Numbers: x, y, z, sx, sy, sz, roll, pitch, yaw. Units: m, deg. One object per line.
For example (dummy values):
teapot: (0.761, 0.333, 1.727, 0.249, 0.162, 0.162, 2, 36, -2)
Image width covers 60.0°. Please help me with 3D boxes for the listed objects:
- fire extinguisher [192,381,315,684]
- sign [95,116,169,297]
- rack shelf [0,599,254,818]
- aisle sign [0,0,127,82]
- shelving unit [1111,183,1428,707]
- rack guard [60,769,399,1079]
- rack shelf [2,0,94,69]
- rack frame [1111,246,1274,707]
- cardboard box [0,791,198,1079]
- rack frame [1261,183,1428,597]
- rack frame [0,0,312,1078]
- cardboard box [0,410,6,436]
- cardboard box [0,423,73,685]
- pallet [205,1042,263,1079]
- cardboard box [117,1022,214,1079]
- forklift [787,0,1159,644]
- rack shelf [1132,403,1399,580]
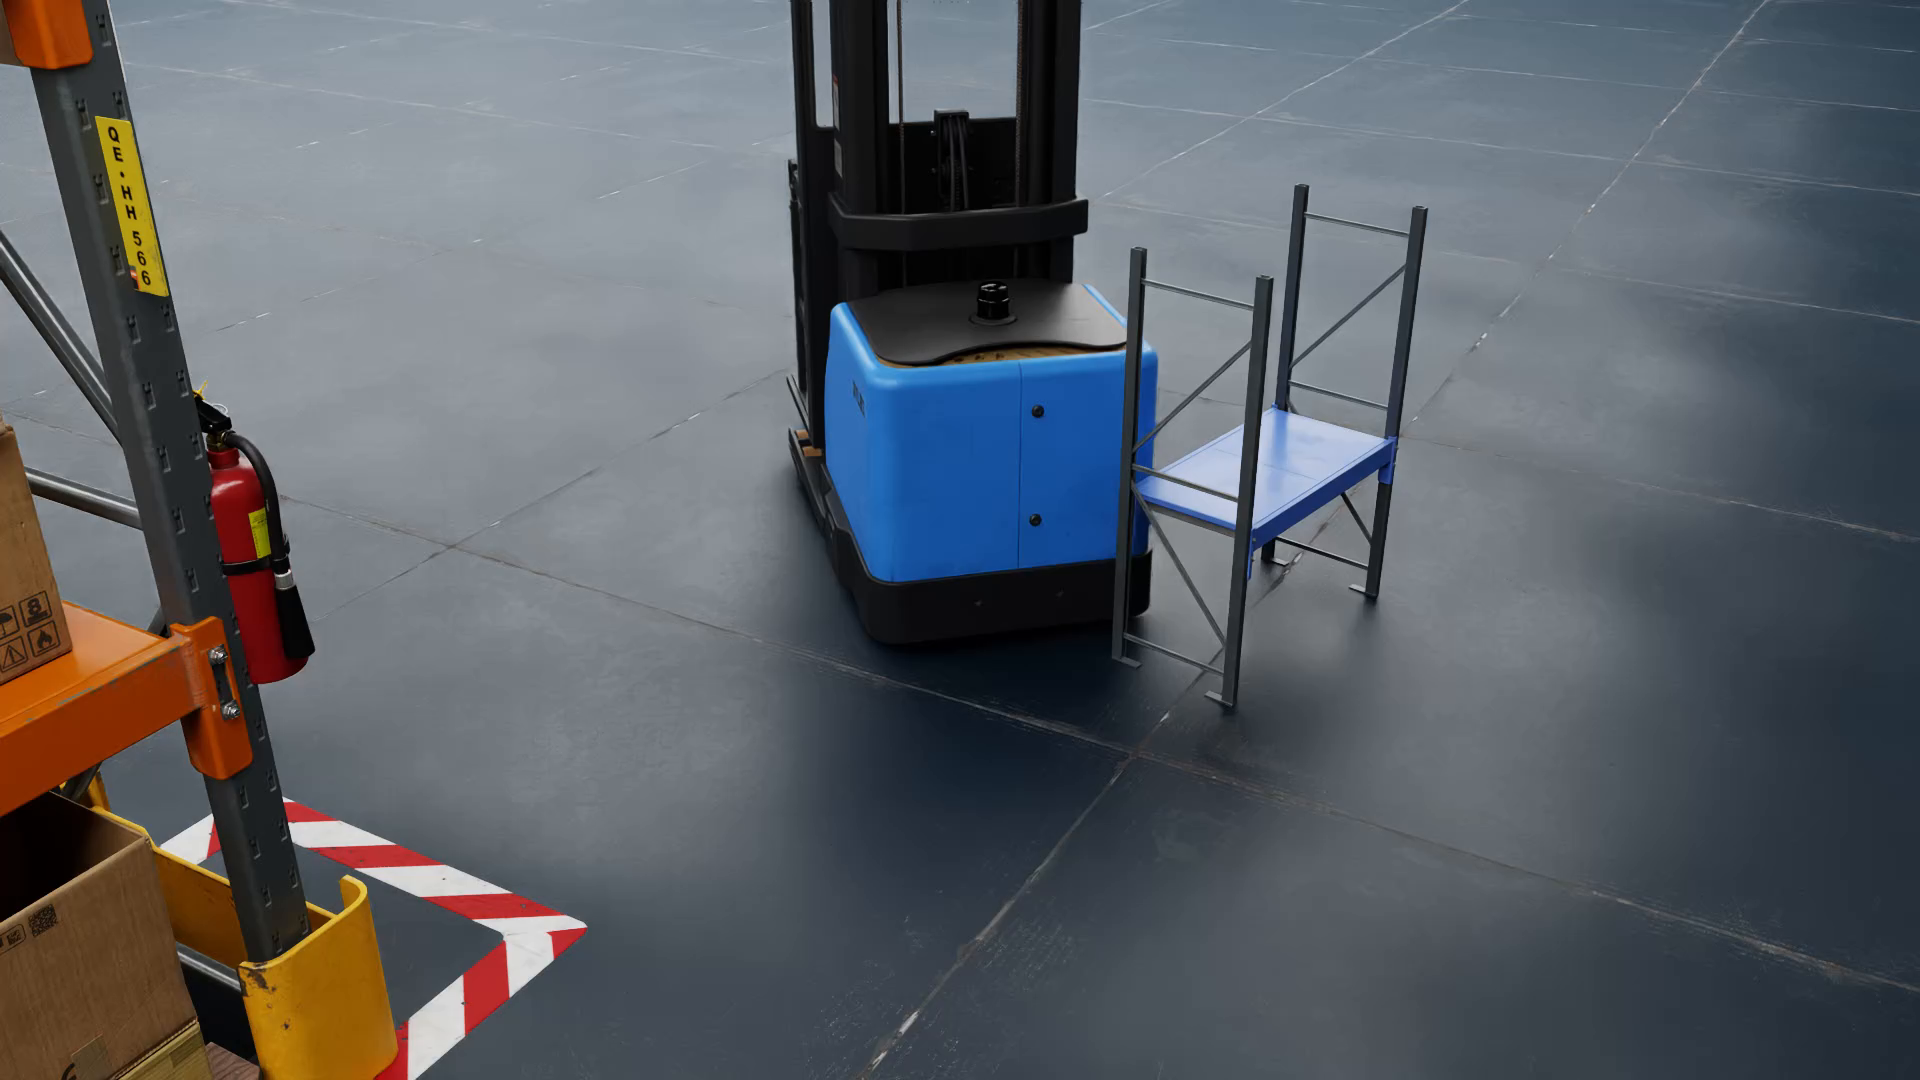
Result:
fire extinguisher: (-1.529, -0.022, 3.529, 0.296, 0.674, 0.183, 14, 30, 26)
sign: (-1.526, -0.612, 3.063, 0.100, 0.325, 0.005, 14, 30, 26)
rack shelf: (-2.976, 0.988, 2.228, 1.077, 0.370, 4.000, 14, 30, 26)
aisle sign: (-1.704, -1.236, 2.964, 0.394, 0.787, 0.004, 14, 30, 26)
shelving unit: (1.066, -0.356, 5.785, 0.538, 1.500, 1.048, 21, 33, 35)
rack guard: (-1.980, 0.996, 4.202, 1.175, 0.500, 0.348, 14, 30, 26)
rack shelf: (-2.976, -0.353, 1.557, 1.077, 0.370, 4.000, 14, 30, 26)
rack frame: (0.738, -0.182, 5.438, 0.500, 1.500, 0.032, 21, 33, 35)
cardboard box: (-1.996, 0.868, 3.429, 0.500, 0.500, 0.500, 14, 30, 26)
rack frame: (1.394, -0.530, 6.133, 0.500, 1.500, 0.032, 21, 33, 35)
rack frame: (-1.992, -0.113, 3.624, 1.000, 3.000, 0.127, 14, 30, 26)
cardboard box: (-2.014, -0.257, 3.075, 0.380, 0.149, 0.250, 14, 30, 25)
cardboard box: (-2.232, 0.022, 3.244, 0.700, 0.500, 0.500, 14, 30, 26)
pallet: (-2.331, 1.441, 3.635, 1.003, 0.211, 1.213, 14, 30, 26)
cardboard box: (-1.998, 1.203, 3.598, 0.500, 0.250, 0.500, 14, 30, 26)
forklift: (-0.140, -1.583, 6.638, 1.130, 2.935, 3.031, -6, 27, -12)
rack shelf: (1.066, -0.195, 5.866, 0.538, 0.185, 1.000, 21, 33, 35)
